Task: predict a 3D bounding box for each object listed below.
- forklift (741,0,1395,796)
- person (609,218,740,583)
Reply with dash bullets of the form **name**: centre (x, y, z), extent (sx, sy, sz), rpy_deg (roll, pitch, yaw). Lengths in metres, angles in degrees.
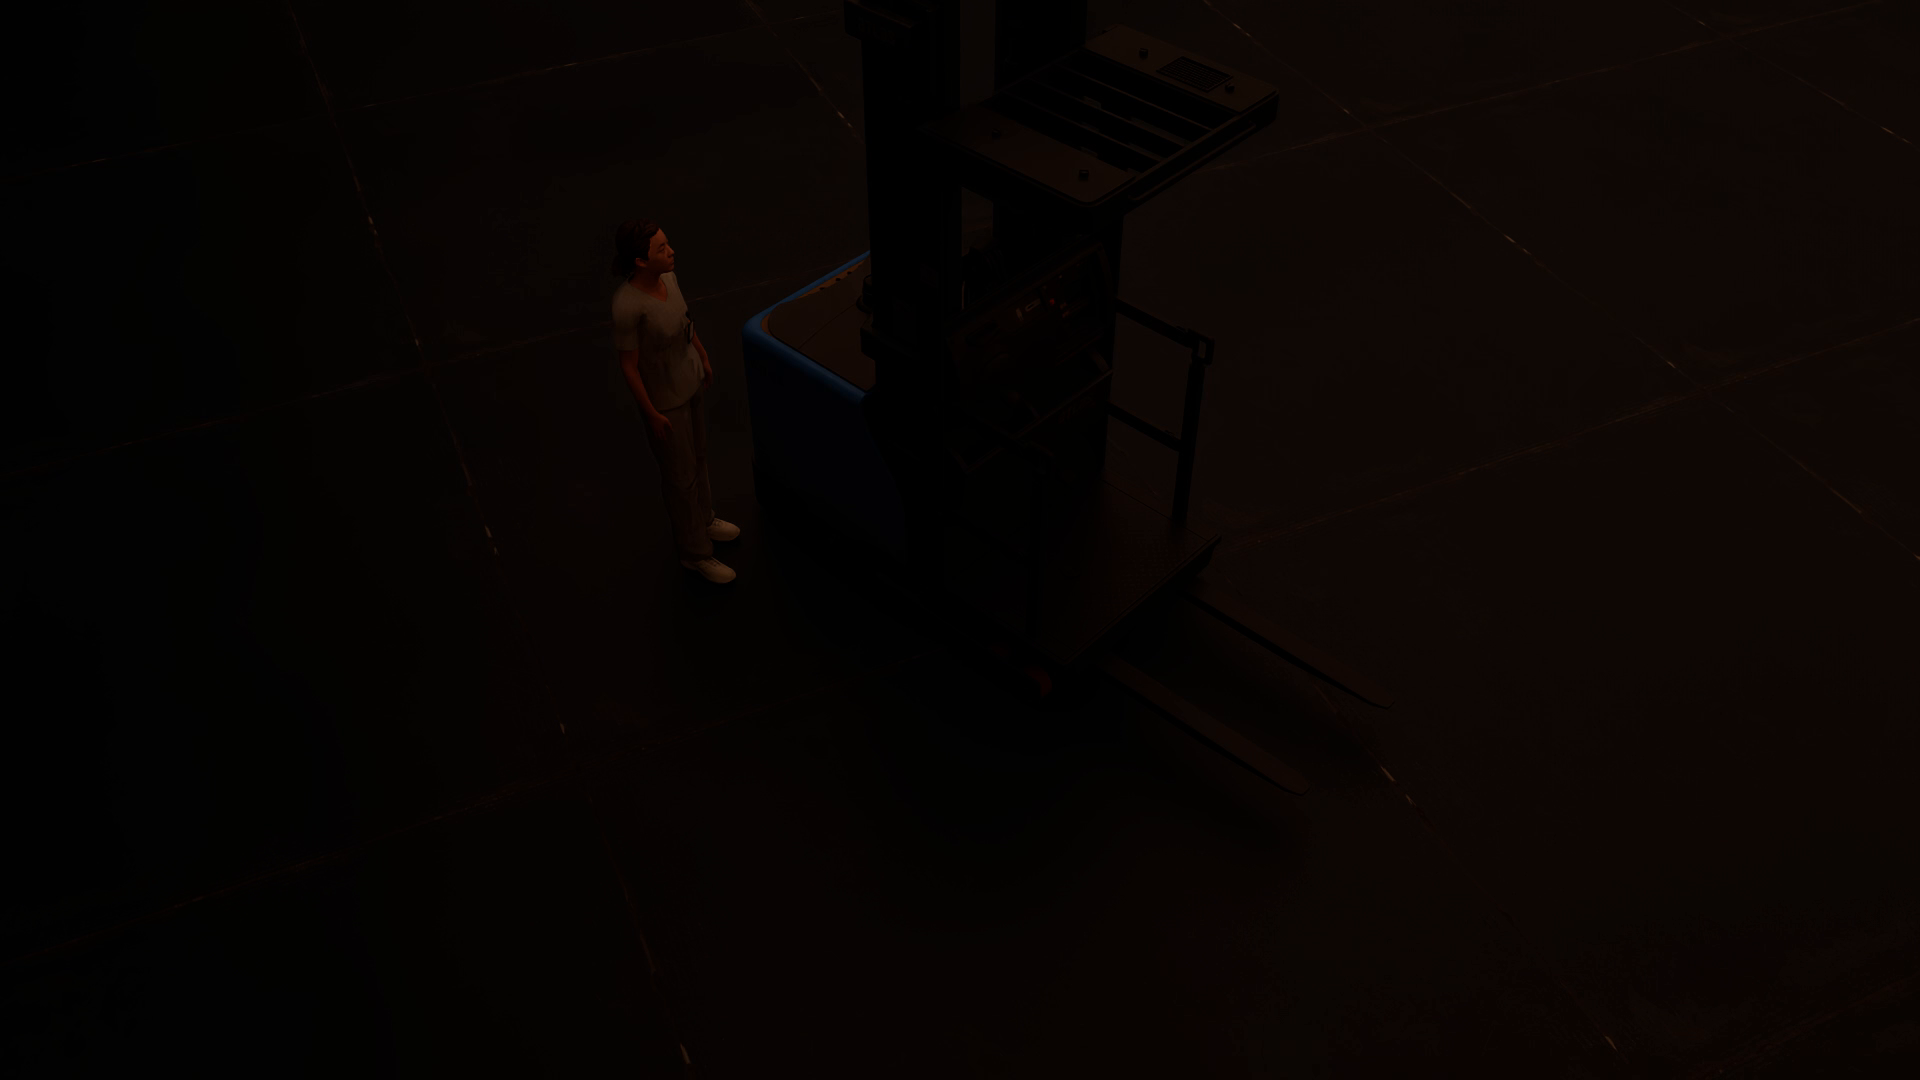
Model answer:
- **forklift**: centre (0.445, -0.788, 6.525), extent (3.031, 2.935, 1.130), rpy_deg (32, 52, 30)
- **person**: centre (-1.205, -0.628, 7.262), extent (0.549, 1.676, 0.549), rpy_deg (13, 45, 14)
